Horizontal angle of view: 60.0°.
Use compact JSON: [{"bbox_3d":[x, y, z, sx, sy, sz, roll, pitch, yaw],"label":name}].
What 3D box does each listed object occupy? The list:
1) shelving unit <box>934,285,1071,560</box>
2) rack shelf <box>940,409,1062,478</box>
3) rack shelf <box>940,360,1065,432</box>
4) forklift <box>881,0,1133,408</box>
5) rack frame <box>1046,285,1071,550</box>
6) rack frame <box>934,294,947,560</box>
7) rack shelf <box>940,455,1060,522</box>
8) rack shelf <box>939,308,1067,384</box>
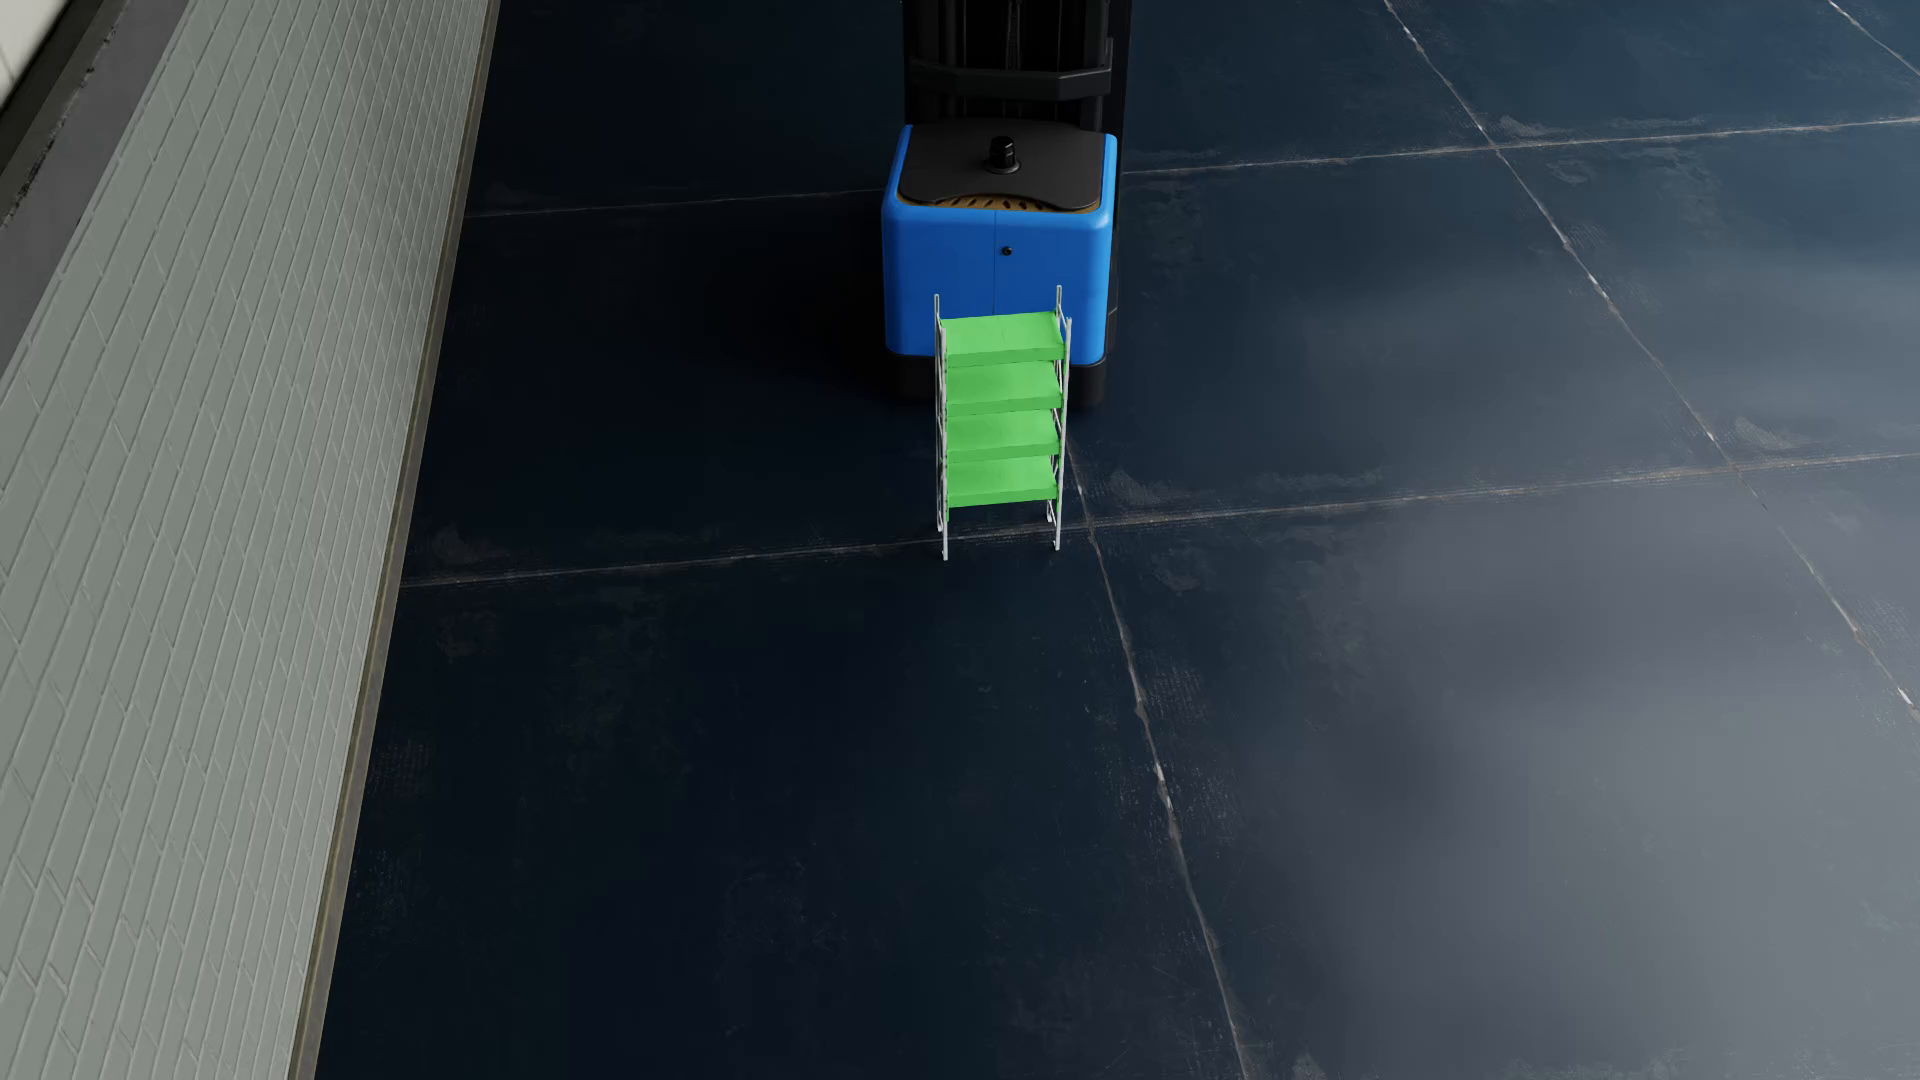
[{"bbox_3d":[0.164,-0.460,6.864,0.503,1.200,0.258,-5,42,-6],"label":"shelving unit"},{"bbox_3d":[0.164,-0.412,6.907,0.480,0.148,0.258,-5,42,-6],"label":"rack shelf"},{"bbox_3d":[0.164,-0.591,6.746,0.480,0.148,0.258,-5,42,-6],"label":"rack shelf"},{"bbox_3d":[0.296,-2.693,8.047,1.130,2.935,3.031,4,42,4],"label":"forklift"},{"bbox_3d":[0.406,-0.481,6.888,0.015,1.200,0.240,-5,42,-6],"label":"rack frame"},{"bbox_3d":[-0.078,-0.439,6.841,0.015,1.200,0.240,-5,42,-6],"label":"rack frame"},{"bbox_3d":[0.164,-0.234,7.068,0.480,0.148,0.258,-5,42,-6],"label":"rack shelf"},{"bbox_3d":[0.164,-0.769,6.585,0.480,0.148,0.258,-5,42,-6],"label":"rack shelf"}]
